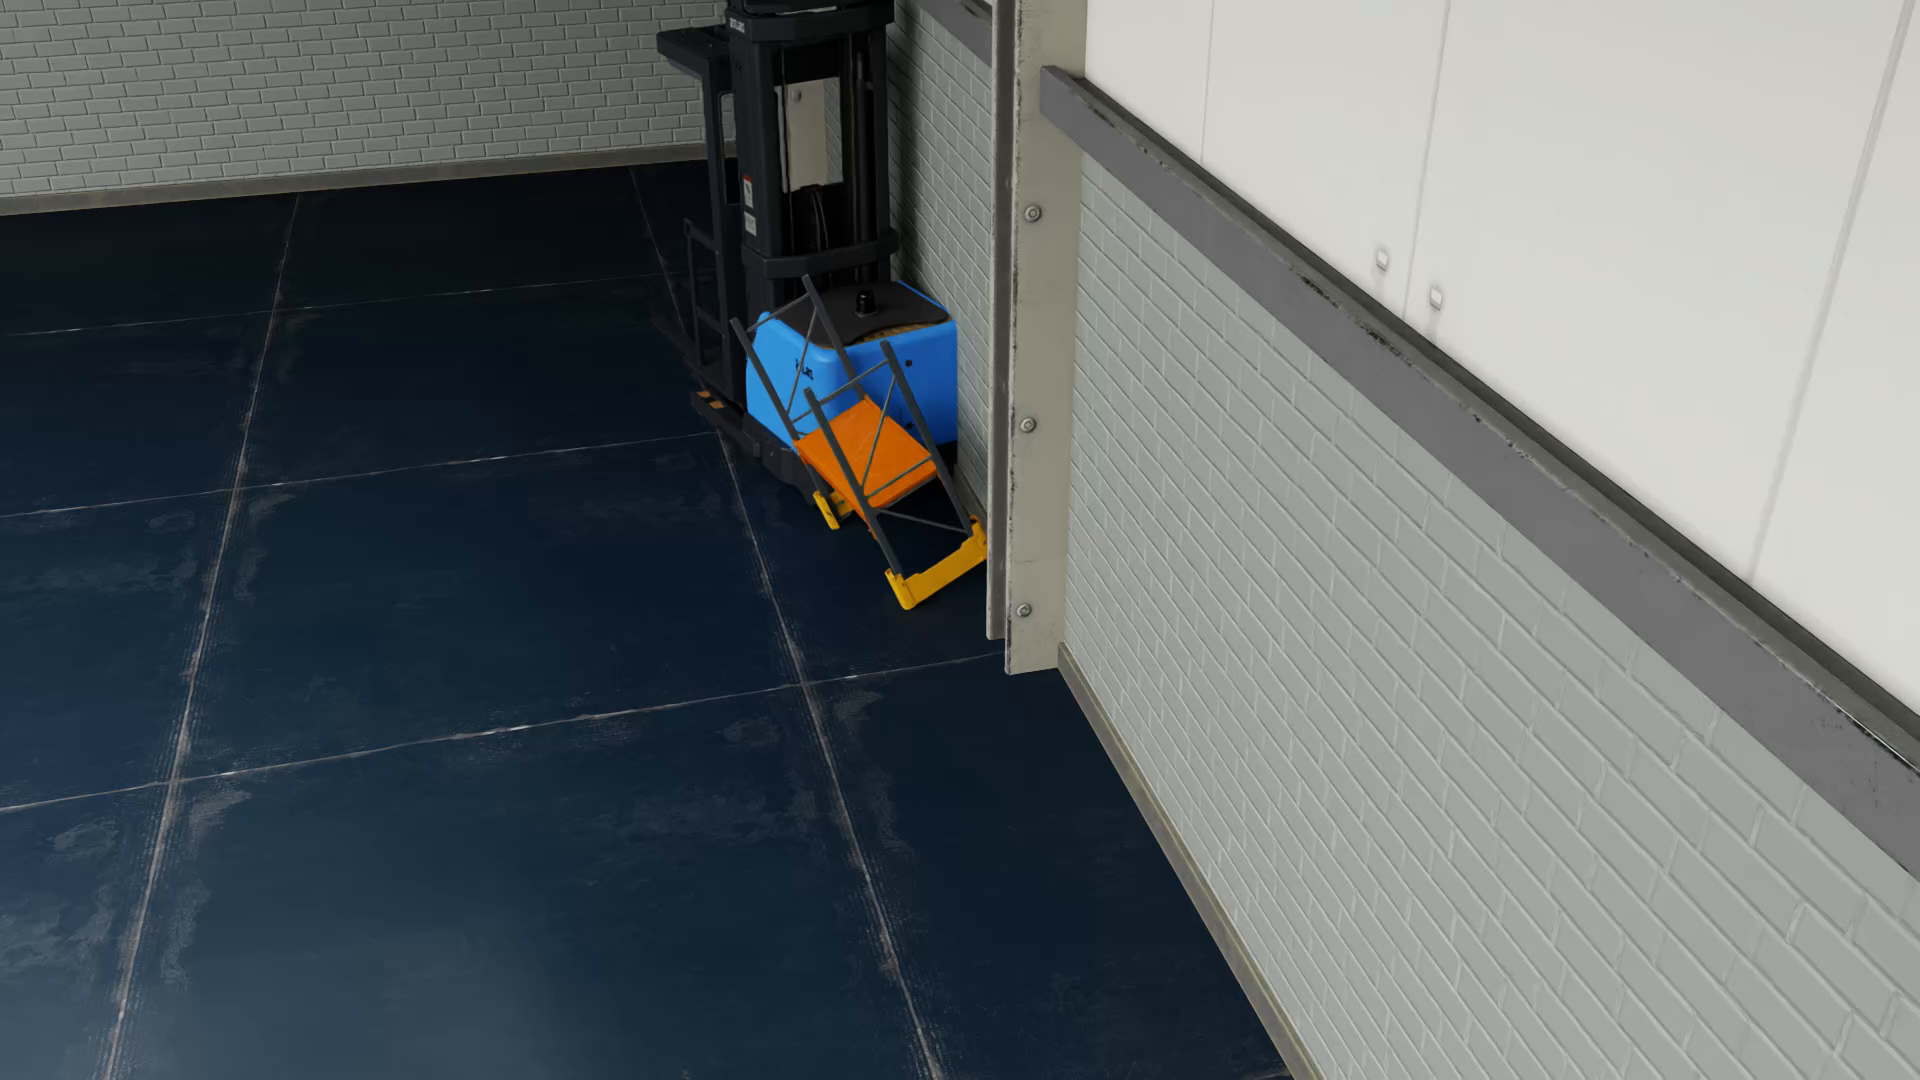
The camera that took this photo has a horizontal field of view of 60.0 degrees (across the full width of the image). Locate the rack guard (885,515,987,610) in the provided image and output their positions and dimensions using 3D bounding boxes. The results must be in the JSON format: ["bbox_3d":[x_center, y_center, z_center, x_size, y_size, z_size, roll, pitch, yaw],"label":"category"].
[{"bbox_3d":[-0.110,0.123,9.079,0.587,0.250,0.087,-33,38,-10],"label":"rack guard"}]

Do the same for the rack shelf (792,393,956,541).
[{"bbox_3d":[-0.490,-0.421,9.198,0.538,0.185,1.000,-33,38,-10],"label":"rack shelf"}]

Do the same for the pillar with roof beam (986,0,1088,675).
[{"bbox_3d":[-3.811,-2.744,5.507,9.100,9.000,0.400,-8,31,-13],"label":"pillar with roof beam"}]

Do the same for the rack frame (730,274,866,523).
[{"bbox_3d":[-0.783,-0.775,9.481,0.500,1.500,0.032,-33,38,-10],"label":"rack frame"}]

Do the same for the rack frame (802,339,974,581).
[{"bbox_3d":[-0.318,-0.325,8.697,0.500,1.500,0.032,-33,38,-10],"label":"rack frame"}]

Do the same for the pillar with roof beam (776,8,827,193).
[{"bbox_3d":[-5.403,-5.641,10.514,9.100,9.000,0.400,-8,31,-13],"label":"pillar with roof beam"}]

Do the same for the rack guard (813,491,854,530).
[{"bbox_3d":[-0.566,-0.317,9.847,0.587,0.250,0.087,-33,38,-10],"label":"rack guard"}]

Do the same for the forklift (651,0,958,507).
[{"bbox_3d":[-1.156,-2.140,10.521,1.130,2.935,3.031,-18,34,-28],"label":"forklift"}]

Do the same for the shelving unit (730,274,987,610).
[{"bbox_3d":[-0.546,-0.546,9.082,0.587,1.500,1.083,-33,38,-10],"label":"shelving unit"}]
